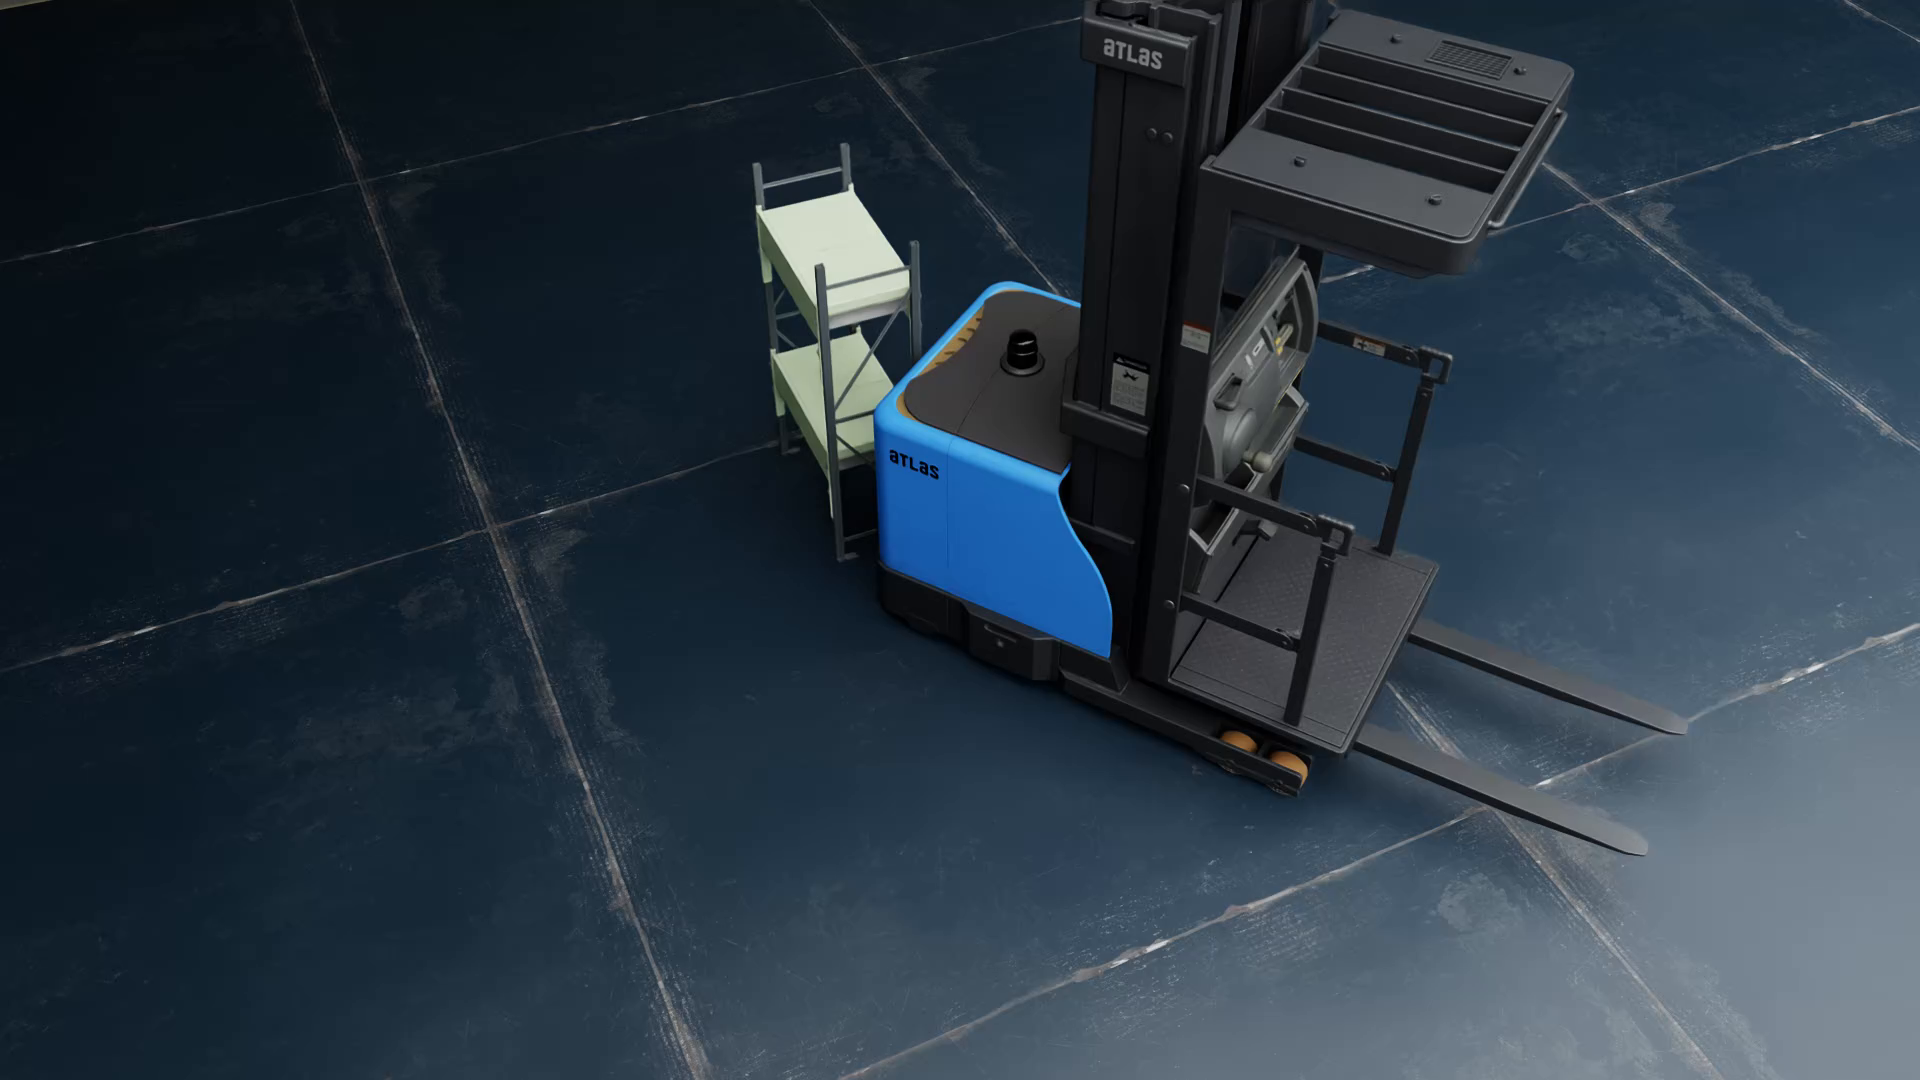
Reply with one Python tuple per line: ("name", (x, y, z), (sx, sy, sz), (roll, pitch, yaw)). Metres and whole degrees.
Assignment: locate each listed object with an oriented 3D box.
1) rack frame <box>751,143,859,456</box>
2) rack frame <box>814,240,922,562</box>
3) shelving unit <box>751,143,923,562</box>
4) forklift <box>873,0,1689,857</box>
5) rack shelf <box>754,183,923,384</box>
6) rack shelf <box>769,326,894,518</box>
("rack frame", (-0.625, -0.976, 7.041), (0.400, 1.500, 0.023), (-17, 47, -16))
("rack frame", (-0.337, -0.504, 6.561), (0.400, 1.500, 0.023), (-17, 47, -16))
("shelving unit", (-0.481, -0.740, 6.801), (0.431, 1.500, 0.755), (-17, 47, -16))
("forklift", (1.202, -0.531, 5.570), (3.031, 2.935, 1.130), (22, 49, 21))
("rack shelf", (-0.481, -1.018, 6.527), (0.431, 0.370, 0.720), (-17, 47, -16))
("rack shelf", (-0.481, -0.508, 7.030), (0.431, 0.370, 0.720), (-17, 47, -16))
